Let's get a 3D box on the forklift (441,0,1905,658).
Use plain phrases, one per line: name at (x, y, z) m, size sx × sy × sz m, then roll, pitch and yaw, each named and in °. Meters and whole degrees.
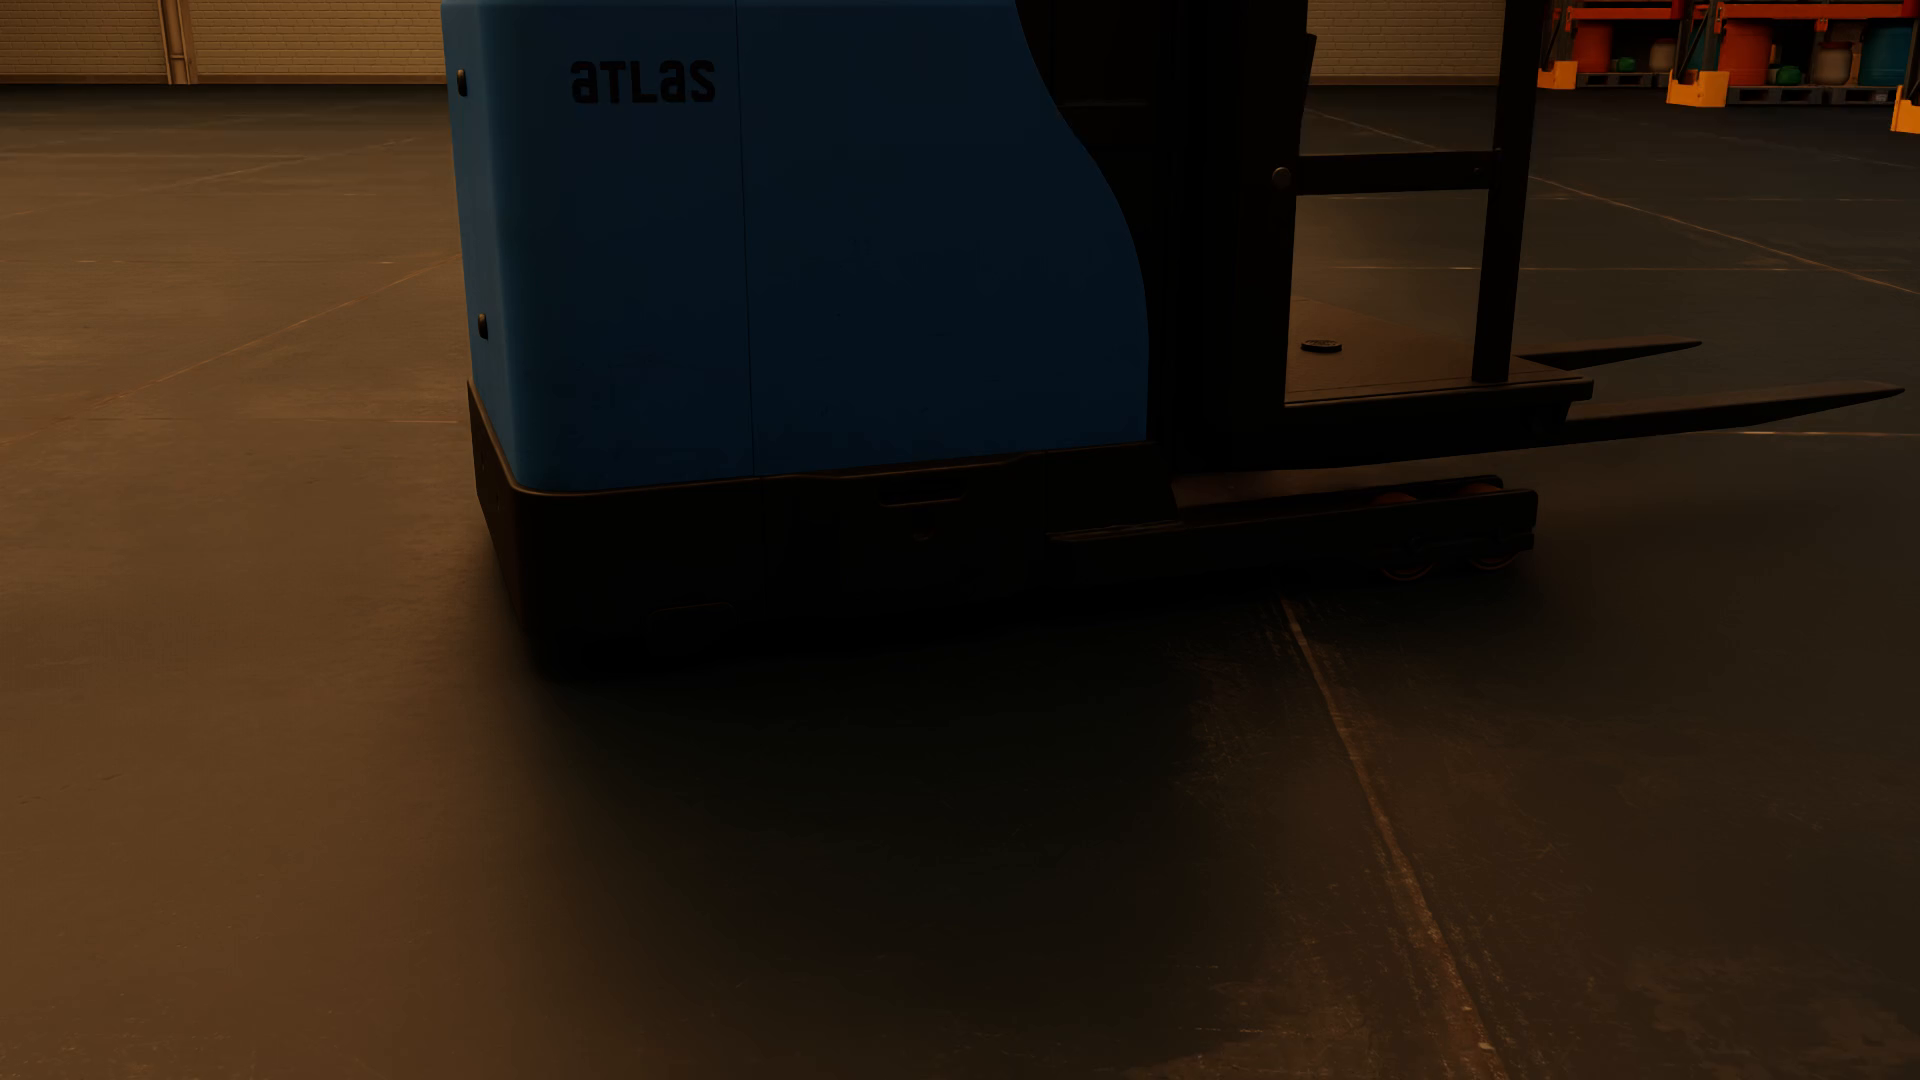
forklift at (0.571, -1.462, 3.137) m, size 3.031 × 2.935 × 1.130 m, roll -6°, pitch 18°, yaw -19°
